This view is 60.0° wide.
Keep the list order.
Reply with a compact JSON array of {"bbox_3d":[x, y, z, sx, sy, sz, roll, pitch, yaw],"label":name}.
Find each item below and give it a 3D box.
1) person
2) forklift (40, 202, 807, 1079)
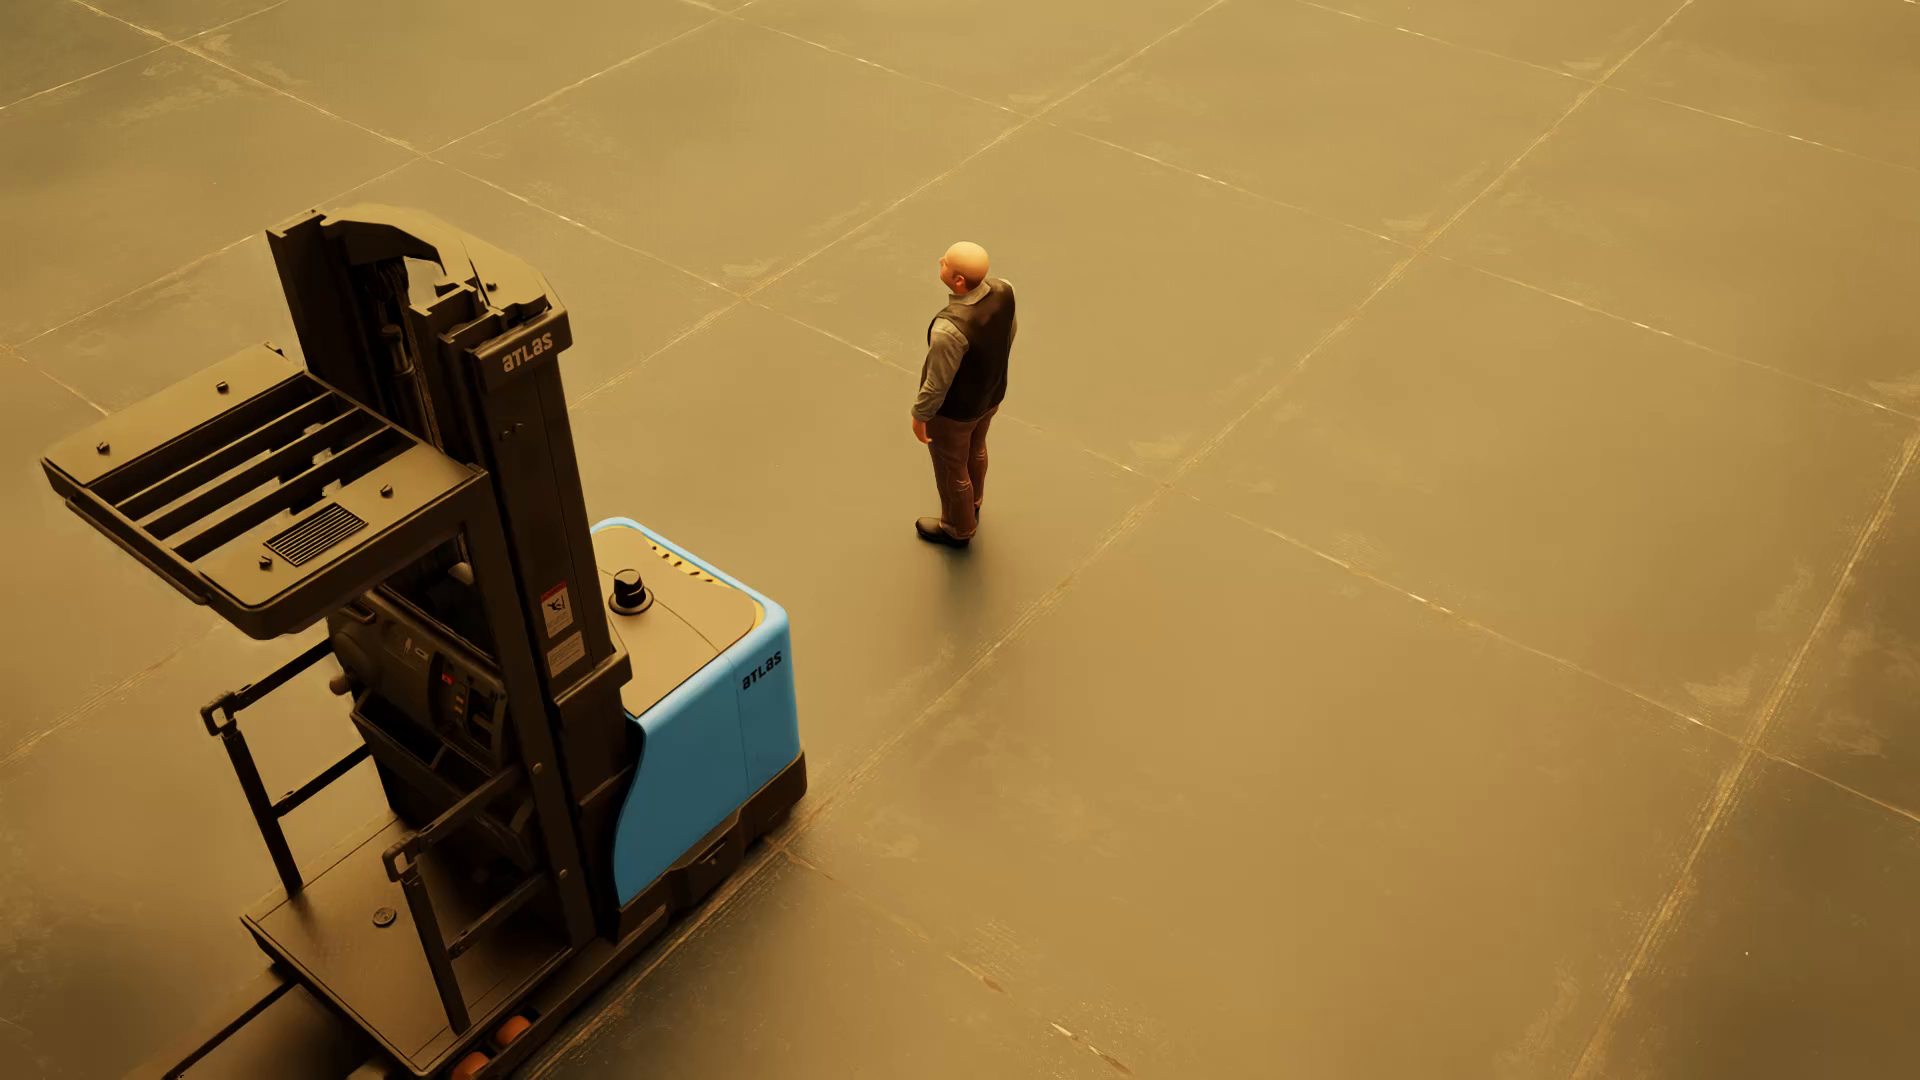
[{"bbox_3d":[-0.046,-0.689,7.804,0.566,1.722,0.633,26,47,28],"label":"person"},{"bbox_3d":[-1.954,0.524,5.460,1.130,2.935,3.031,27,47,28],"label":"forklift"}]
